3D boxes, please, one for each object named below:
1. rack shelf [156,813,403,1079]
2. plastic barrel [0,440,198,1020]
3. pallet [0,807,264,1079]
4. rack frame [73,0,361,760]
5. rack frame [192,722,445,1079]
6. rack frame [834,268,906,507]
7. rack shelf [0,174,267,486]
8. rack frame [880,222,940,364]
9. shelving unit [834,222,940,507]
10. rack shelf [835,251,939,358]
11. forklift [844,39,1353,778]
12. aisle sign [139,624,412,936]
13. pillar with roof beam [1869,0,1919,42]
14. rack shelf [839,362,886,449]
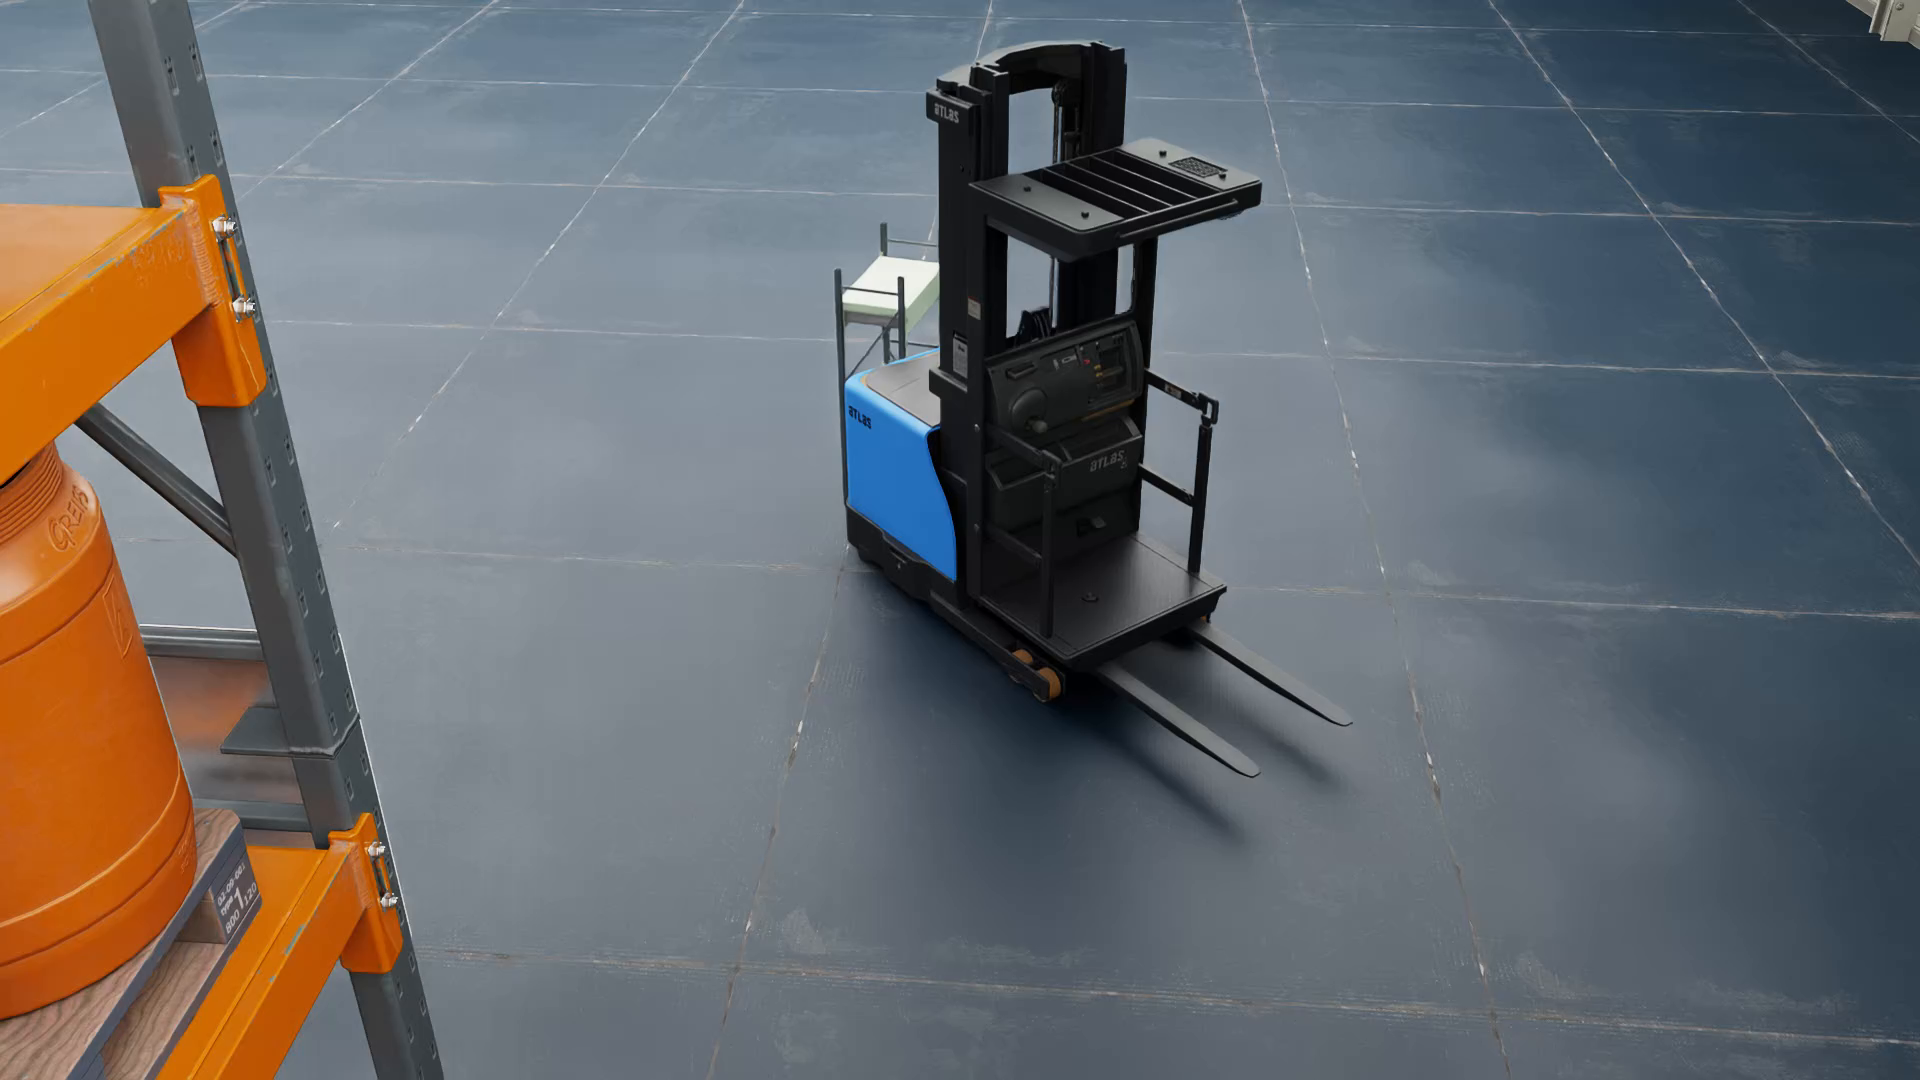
[{"bbox_3d":[-1.837,1.713,1.719,1.077,0.370,4.000,2,32,4],"label":"rack shelf"},{"bbox_3d":[-1.587,0.258,2.583,0.600,0.830,0.708,2,32,4],"label":"plastic barrel"},{"bbox_3d":[-1.839,0.869,2.582,1.003,0.211,1.213,2,32,4],"label":"pallet"},{"bbox_3d":[-1.674,-0.917,2.440,1.000,3.000,0.127,2,32,4],"label":"rack frame"},{"bbox_3d":[-1.674,1.637,4.014,1.000,3.000,0.127,2,32,4],"label":"rack frame"},{"bbox_3d":[-0.493,-0.810,9.415,0.400,1.500,0.023,9,33,15],"label":"rack frame"},{"bbox_3d":[-1.837,0.606,1.037,1.077,0.370,4.000,2,32,4],"label":"rack shelf"},{"bbox_3d":[-0.271,-1.176,10.009,0.400,1.500,0.023,9,33,15],"label":"rack frame"},{"bbox_3d":[-0.382,-0.993,9.712,0.431,1.500,0.755,9,33,15],"label":"shelving unit"},{"bbox_3d":[-0.382,-1.325,9.507,0.431,0.370,0.720,9,33,15],"label":"rack shelf"},{"bbox_3d":[0.652,-0.741,7.939,1.130,2.935,3.031,-22,38,-31],"label":"forklift"},{"bbox_3d":[-1.372,0.506,3.373,0.394,0.787,0.004,2,32,4],"label":"aisle sign"},{"bbox_3d":[6.180,-9.686,16.671,9.100,9.000,0.400,2,32,4],"label":"pillar with roof beam"},{"bbox_3d":[-0.382,-0.715,9.883,0.431,0.370,0.720,9,33,15],"label":"rack shelf"}]
